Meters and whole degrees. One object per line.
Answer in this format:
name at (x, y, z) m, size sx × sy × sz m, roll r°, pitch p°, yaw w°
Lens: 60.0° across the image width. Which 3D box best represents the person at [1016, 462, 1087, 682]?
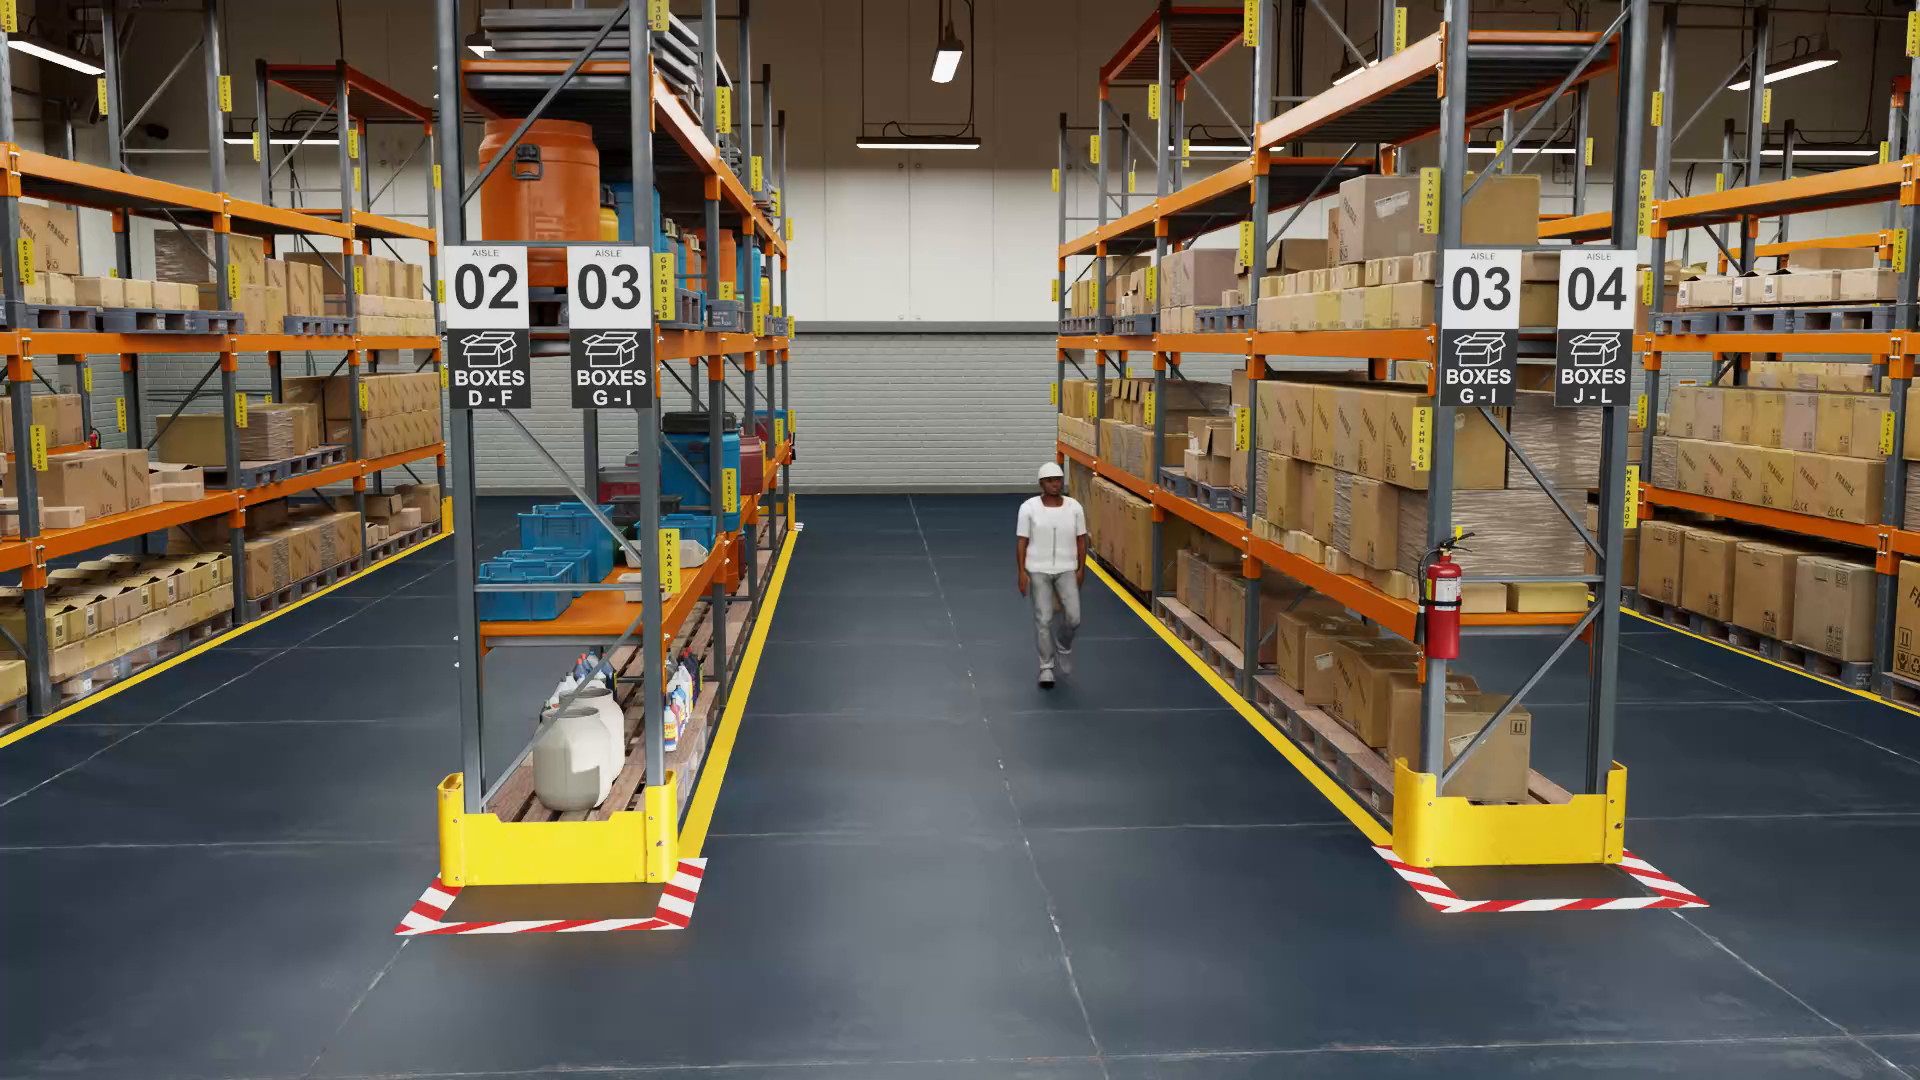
person at (0.740, 0.255, 13.294) m, size 0.572 × 1.756 × 0.489 m, roll -1°, pitch 7°, yaw -5°
